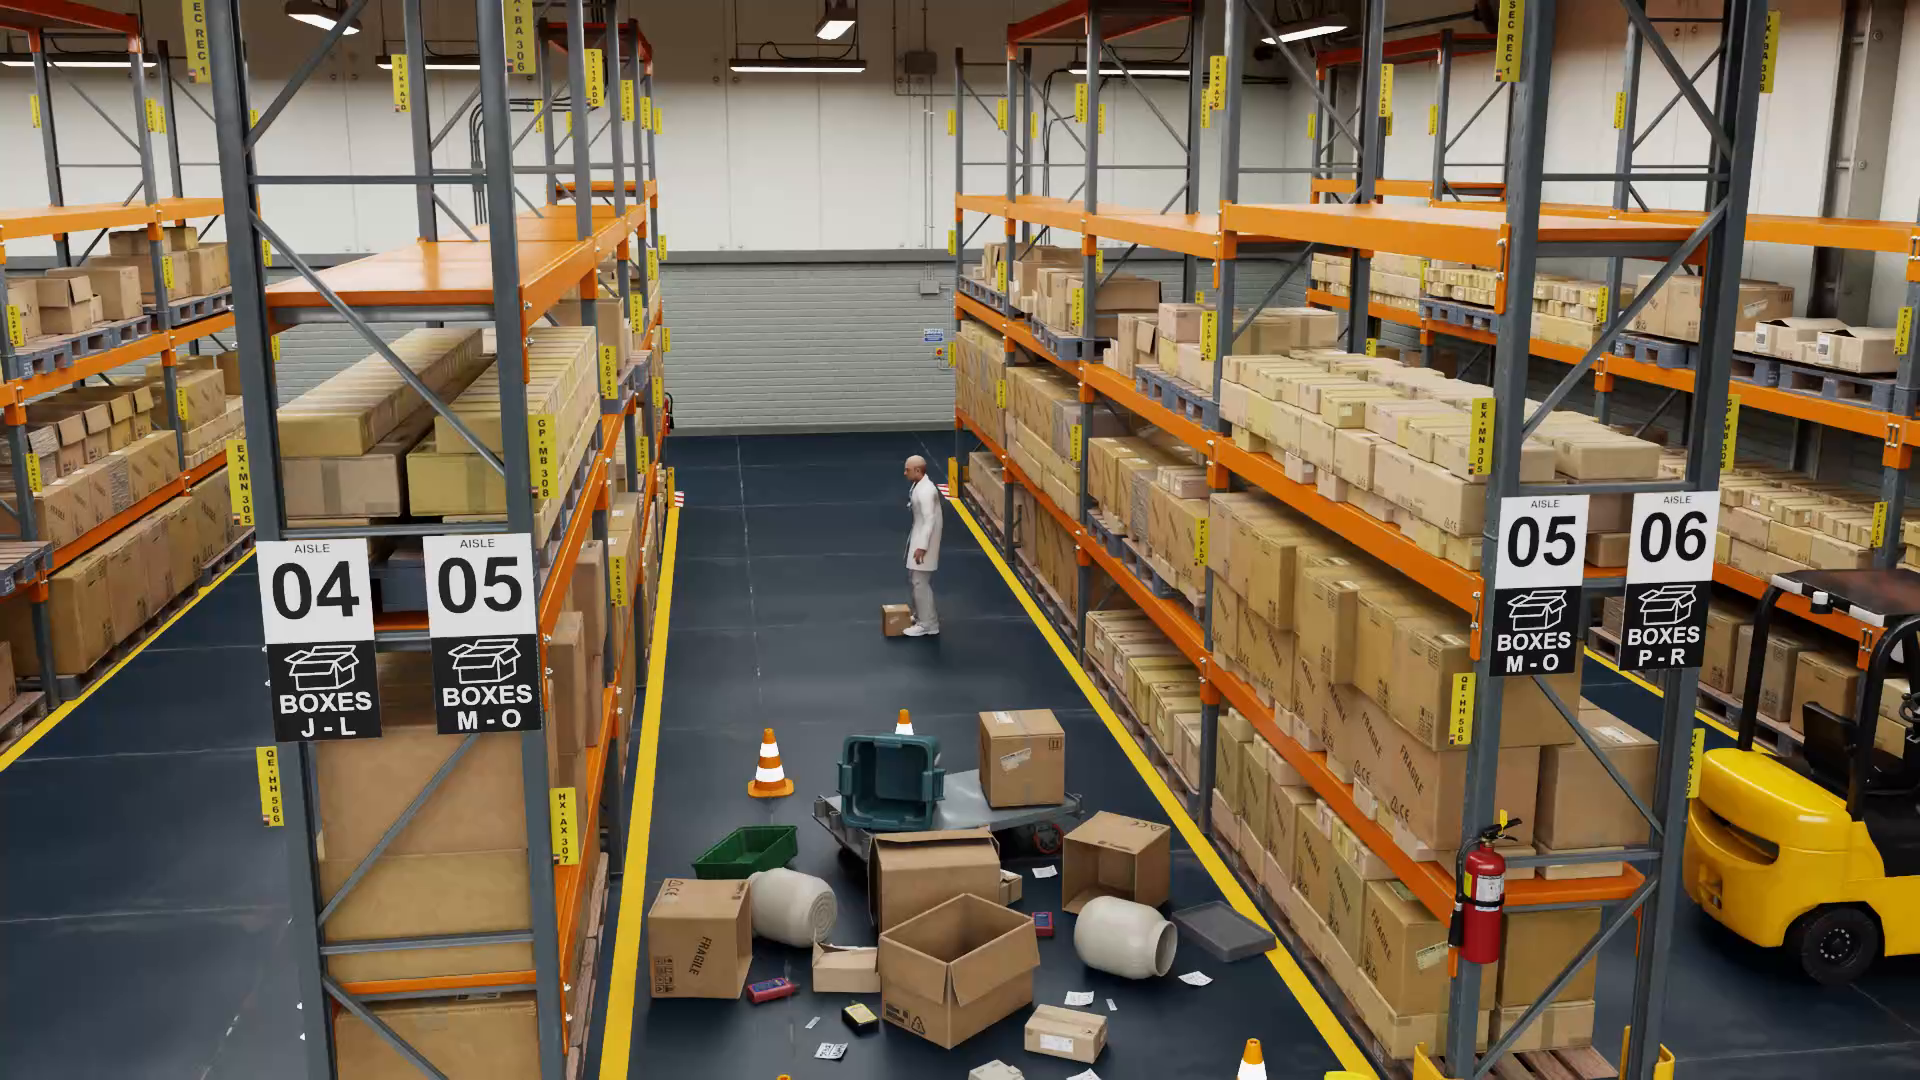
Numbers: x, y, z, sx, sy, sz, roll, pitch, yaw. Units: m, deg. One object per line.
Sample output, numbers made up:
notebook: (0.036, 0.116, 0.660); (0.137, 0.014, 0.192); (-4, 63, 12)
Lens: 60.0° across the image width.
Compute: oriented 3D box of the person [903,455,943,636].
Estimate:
person: (-0.385, 0.040, 16.339); (0.425, 1.774, 0.644); (-2, 13, -8)
